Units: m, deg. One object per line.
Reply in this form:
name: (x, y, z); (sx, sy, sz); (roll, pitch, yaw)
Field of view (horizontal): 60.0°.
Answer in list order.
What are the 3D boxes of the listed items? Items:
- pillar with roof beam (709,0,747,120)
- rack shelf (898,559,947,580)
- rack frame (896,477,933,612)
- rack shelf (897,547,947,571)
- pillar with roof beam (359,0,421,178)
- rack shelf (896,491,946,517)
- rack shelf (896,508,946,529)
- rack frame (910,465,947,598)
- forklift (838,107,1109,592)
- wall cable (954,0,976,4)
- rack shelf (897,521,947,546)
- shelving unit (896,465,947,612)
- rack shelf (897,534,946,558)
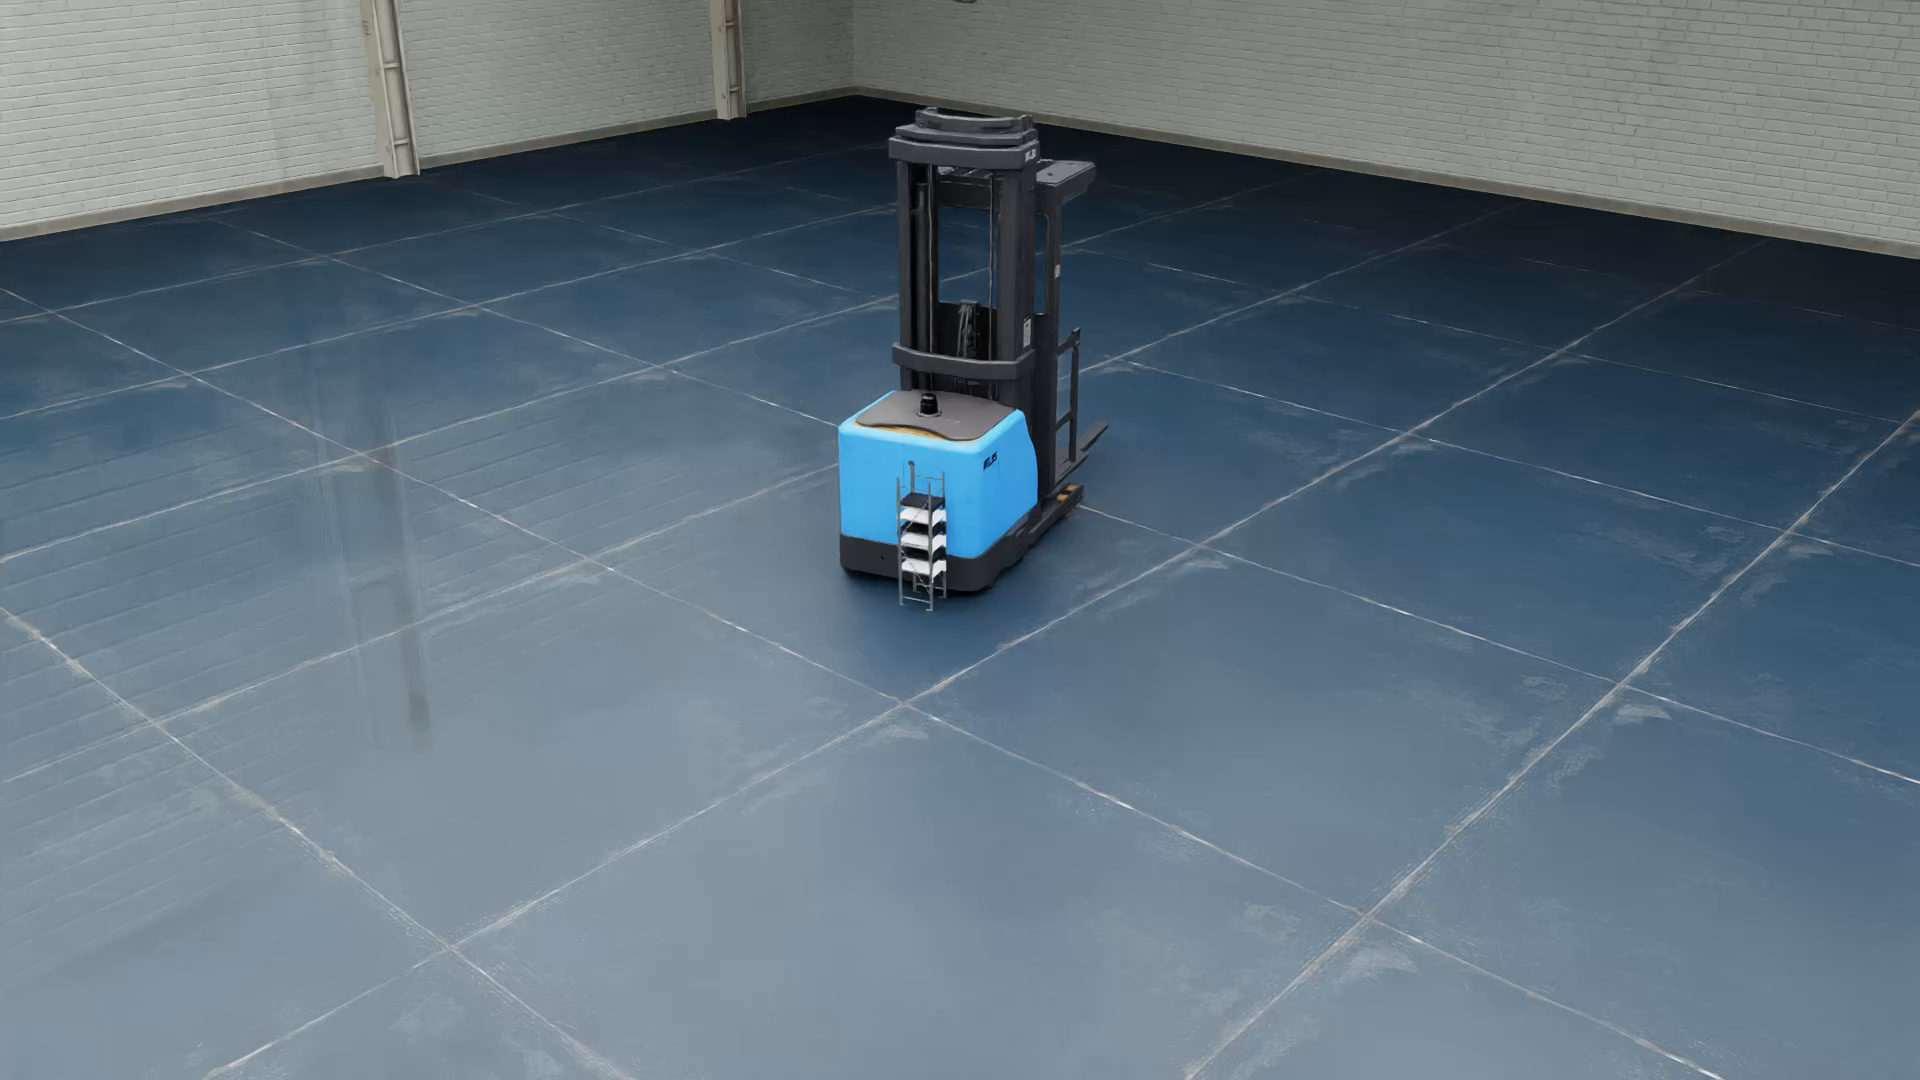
pillar with roof beam: (-0.518, -9.820, 22.653); (9.100, 9.000, 0.400); (20, 31, 38)
rack shelf: (-0.243, 0.186, 10.752); (0.258, 0.077, 0.200); (11, 27, 22)
rack frame: (-0.287, 0.032, 10.578); (0.240, 0.900, 0.006); (11, 27, 22)
rack shelf: (-0.244, 0.104, 10.714); (0.258, 0.077, 0.200); (11, 27, 22)
pillar with roof beam: (-4.523, -7.992, 18.576); (9.100, 9.000, 0.400); (20, 31, 38)
rack shelf: (-0.246, -0.222, 10.561); (0.258, 0.077, 0.200); (11, 27, 22)
rack shelf: (-0.246, -0.140, 10.599); (0.258, 0.077, 0.200); (11, 27, 22)
rack frame: (-0.202, -0.047, 10.745); (0.240, 0.900, 0.006); (11, 27, 22)
forklift: (0.261, -1.572, 11.673); (1.130, 2.935, 3.031); (11, 26, 22)
wall cable: (-0.773, -10.115, 27.107); (3.097, 2.526, 0.112); (20, 31, 38)
rack shelf: (-0.245, -0.059, 10.637); (0.258, 0.077, 0.200); (11, 27, 22)
shelving unit: (-0.245, -0.007, 10.661); (0.258, 0.900, 0.210); (11, 27, 22)
rack shelf: (-0.244, 0.023, 10.676); (0.258, 0.077, 0.200); (11, 27, 22)
